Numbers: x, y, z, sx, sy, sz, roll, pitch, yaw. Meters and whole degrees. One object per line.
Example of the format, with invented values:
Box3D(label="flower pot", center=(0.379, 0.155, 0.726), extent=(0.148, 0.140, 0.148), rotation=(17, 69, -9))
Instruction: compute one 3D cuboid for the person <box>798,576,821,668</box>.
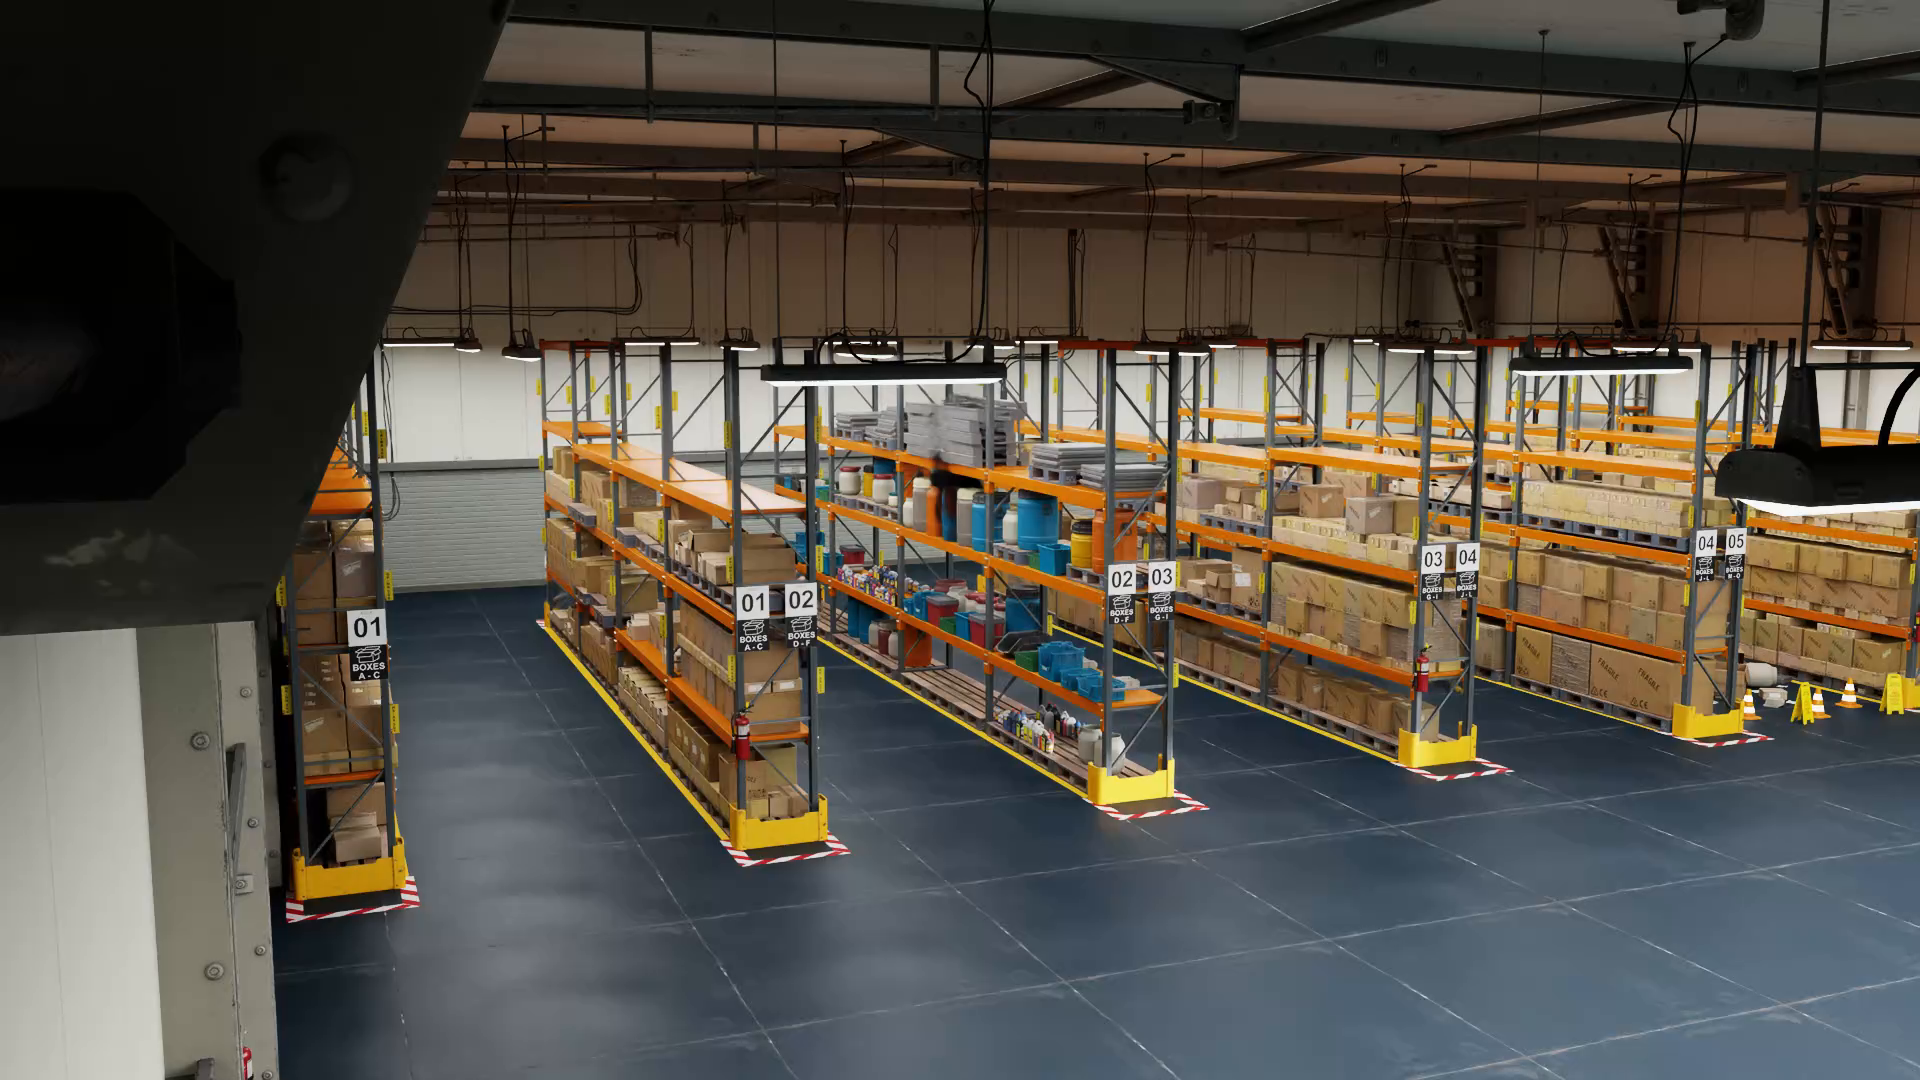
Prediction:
Box3D(label="person", center=(-2.902, 1.502, 30.866), extent=(0.700, 1.684, 0.584), rotation=(-3, 8, -19))

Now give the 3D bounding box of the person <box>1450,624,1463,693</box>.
Box3D(label="person", center=(8.448, 1.700, 28.933), extent=(0.727, 1.765, 1.033), rotation=(-4, 8, -27))

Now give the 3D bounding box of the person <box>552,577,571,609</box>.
Box3D(label="person", center=(-8.659, 0.822, 36.104), extent=(0.547, 1.656, 0.564), rotation=(0, 7, -4))
